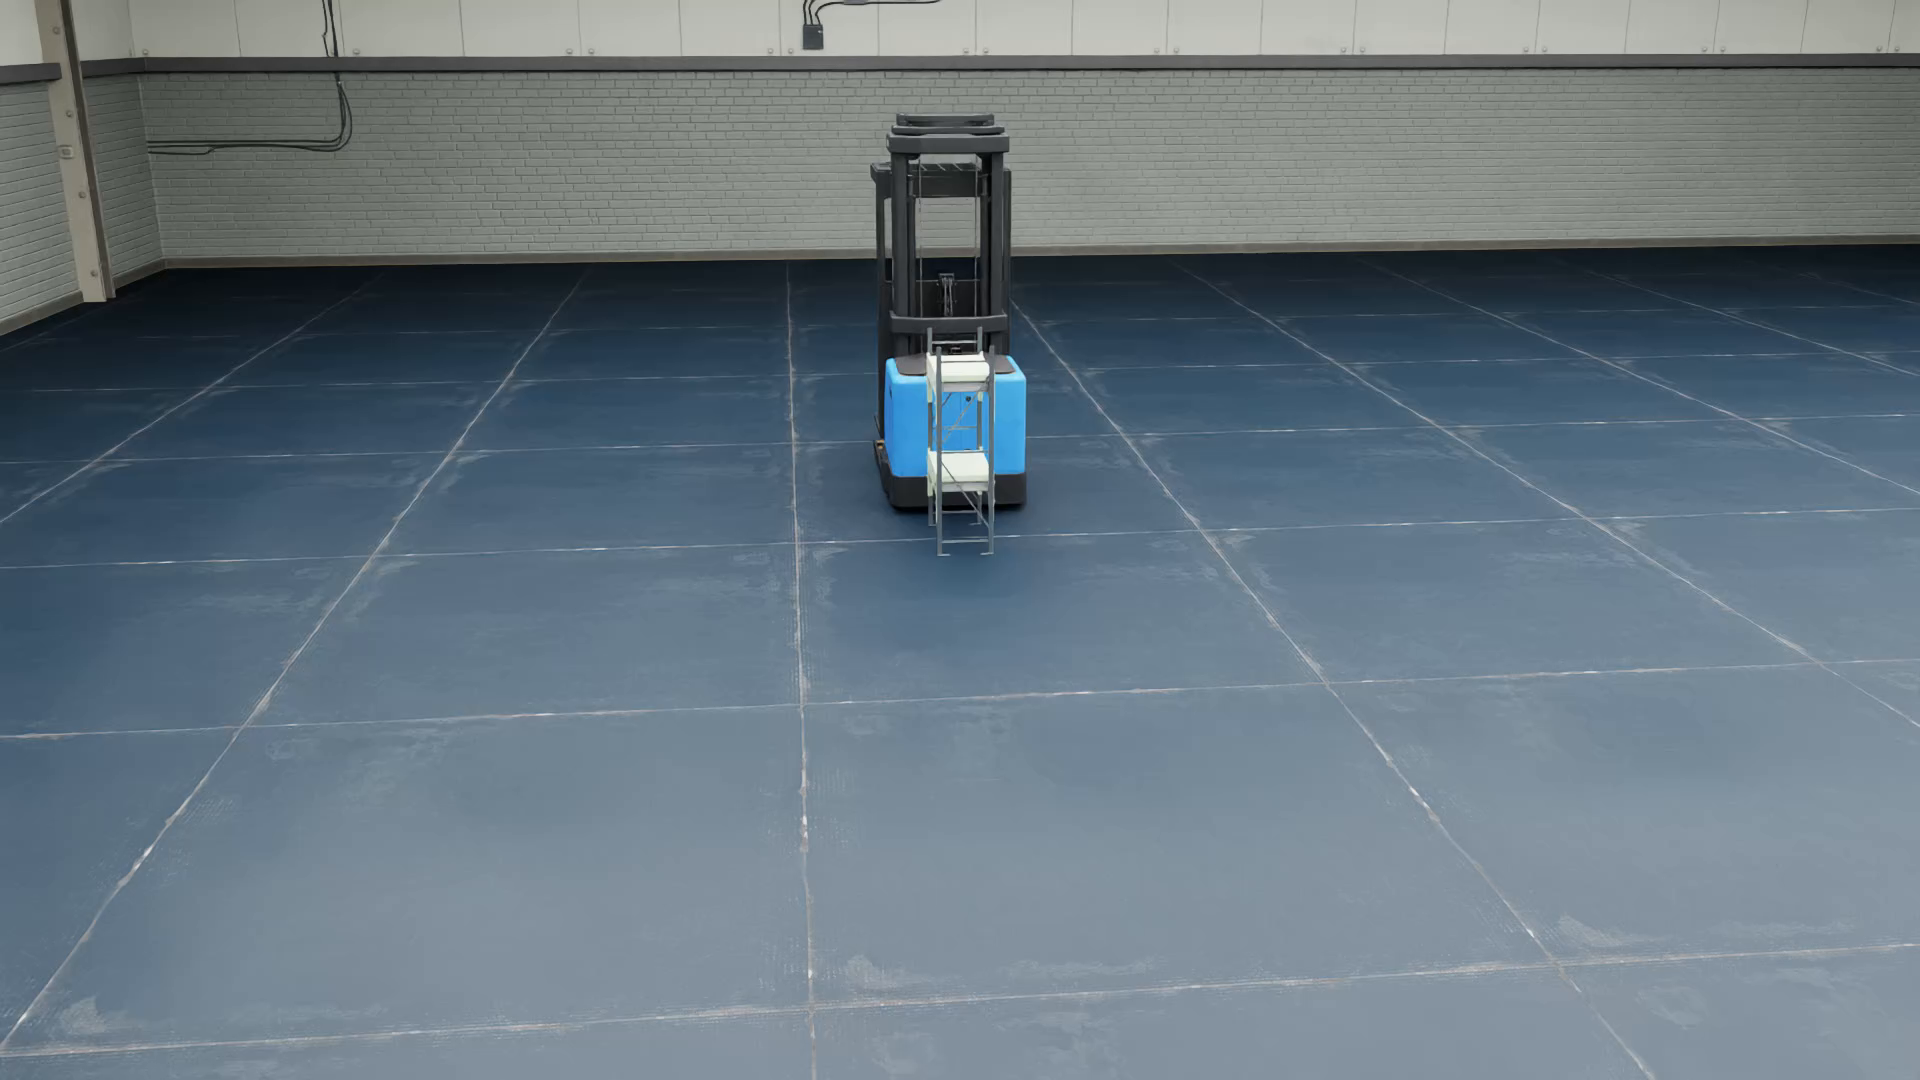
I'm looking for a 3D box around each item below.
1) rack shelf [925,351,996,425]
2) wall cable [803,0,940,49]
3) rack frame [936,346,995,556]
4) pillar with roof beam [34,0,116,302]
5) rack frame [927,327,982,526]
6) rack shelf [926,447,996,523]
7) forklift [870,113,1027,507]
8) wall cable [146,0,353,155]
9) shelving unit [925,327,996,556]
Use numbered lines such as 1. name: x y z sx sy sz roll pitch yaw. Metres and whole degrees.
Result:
1. rack shelf: -0.001 -1.090 11.842 0.431 0.370 0.720 -2 18 -6
2. wall cable: -1.239 -10.389 24.567 2.305 6.003 0.169 -2 18 -6
3. rack frame: 0.037 -0.609 11.611 0.400 1.500 0.023 -2 18 -6
4. pillar with roof beam: -7.413 -7.692 21.655 9.100 9.000 0.400 -2 18 -6
5. rack frame: -0.038 -0.827 12.306 0.400 1.500 0.023 -2 18 -6
6. rack shelf: -0.001 -0.407 12.056 0.431 0.370 0.720 -2 18 -6
7. forklift: -0.159 -2.045 13.797 1.130 2.935 3.031 -2 18 -6
8. wall cable: -10.684 -6.996 24.623 3.097 2.526 0.112 -2 18 -6
9. shelving unit: -0.001 -0.718 11.959 0.431 1.500 0.755 -2 18 -6
